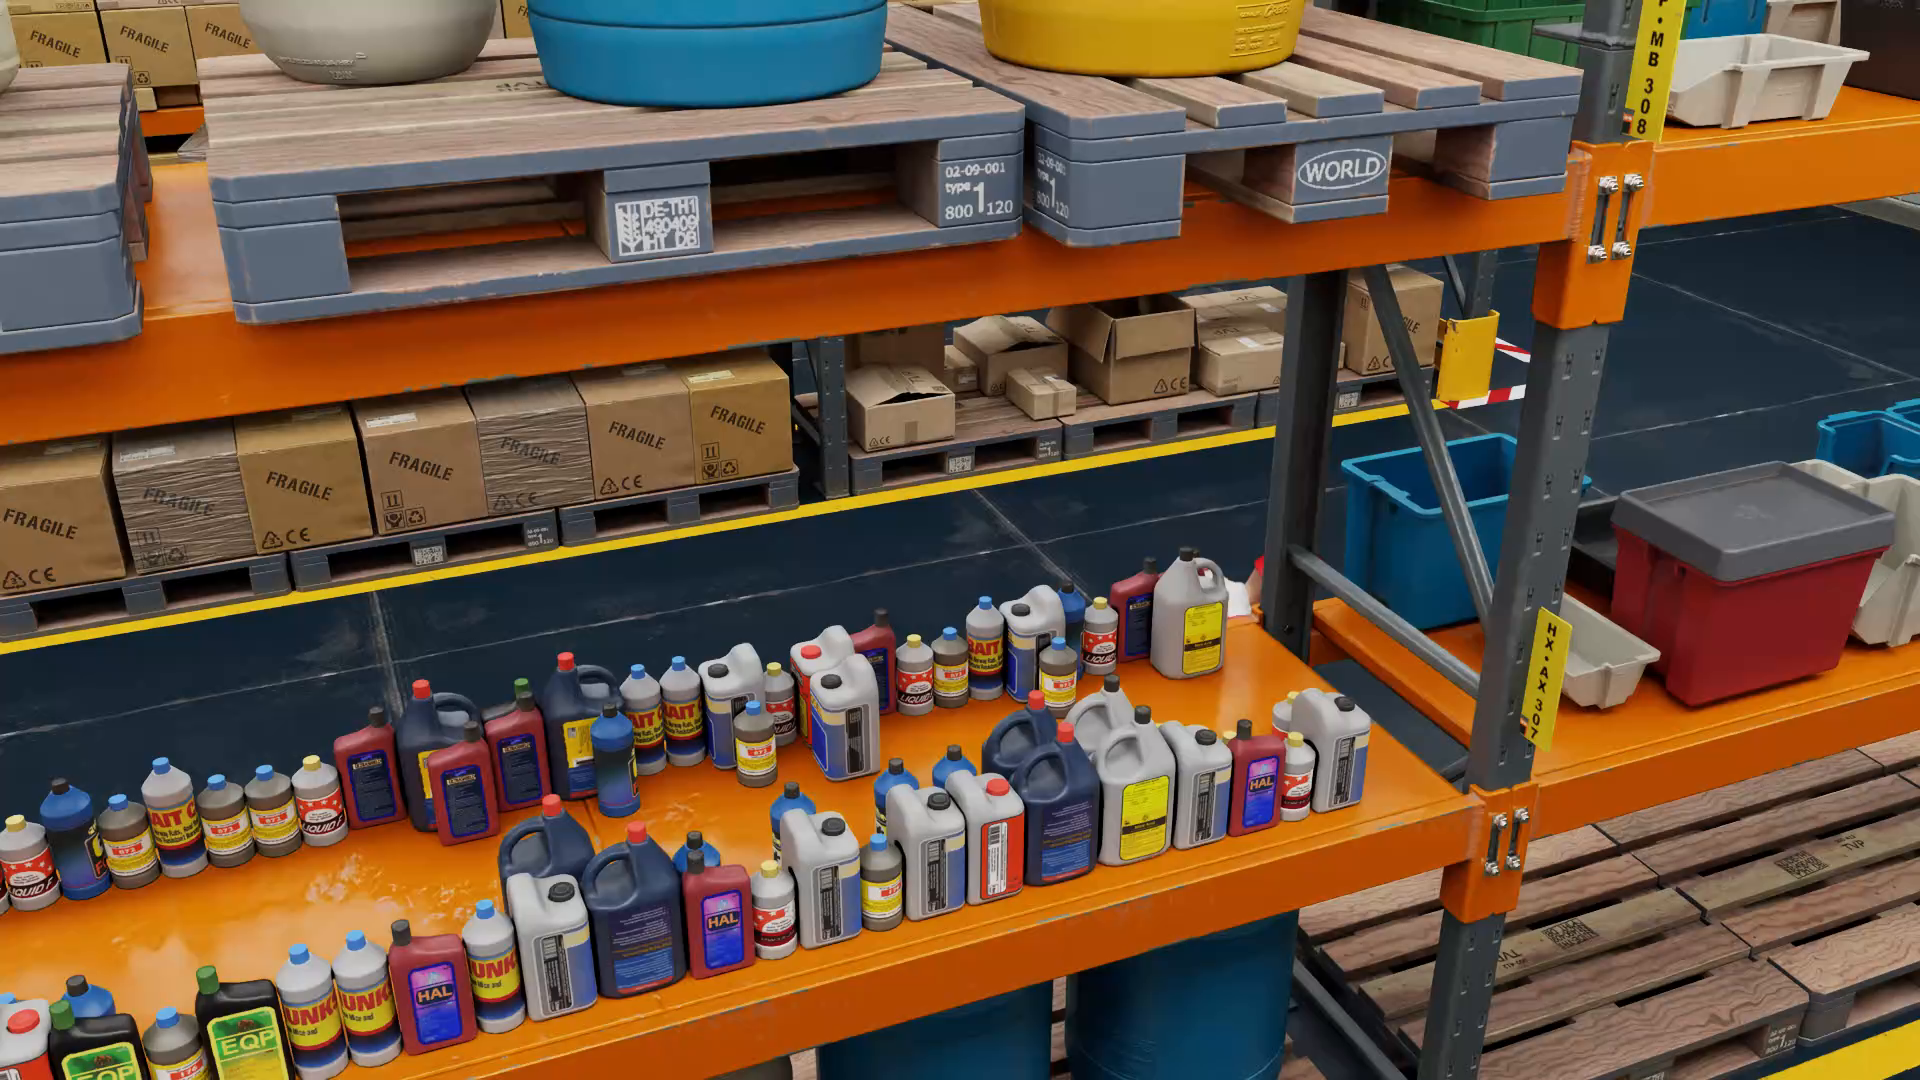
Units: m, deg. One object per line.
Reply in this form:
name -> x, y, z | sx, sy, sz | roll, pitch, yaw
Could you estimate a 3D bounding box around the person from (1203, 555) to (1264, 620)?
person -> 0.915, 0.501, 5.969 | 0.929, 0.995, 0.554 | 0, 26, 1
